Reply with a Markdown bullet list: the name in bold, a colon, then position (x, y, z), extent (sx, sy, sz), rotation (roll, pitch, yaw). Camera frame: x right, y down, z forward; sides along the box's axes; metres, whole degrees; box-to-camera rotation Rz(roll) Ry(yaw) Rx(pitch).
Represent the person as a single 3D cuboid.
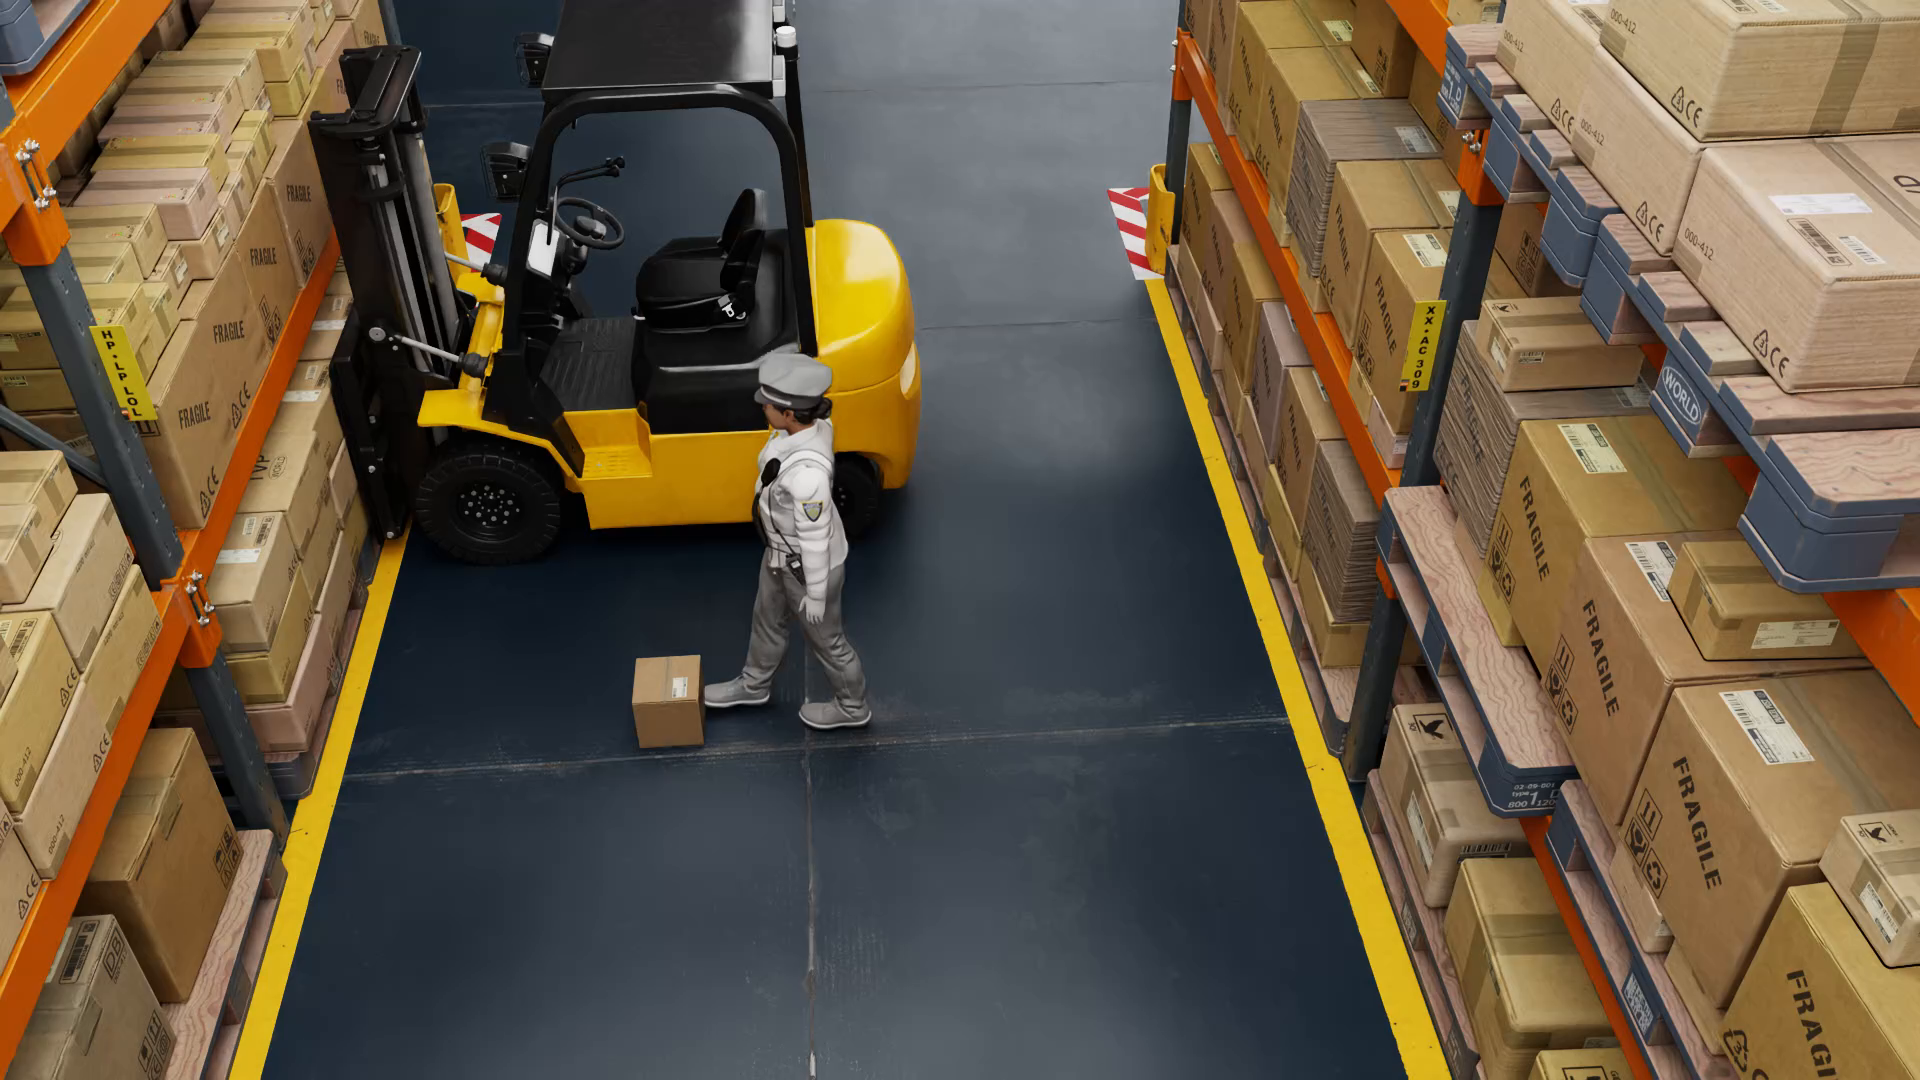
- **person**: position (-0.693, 0.067, 6.051), extent (0.680, 1.664, 0.507), rotation (-4, 40, -5)
